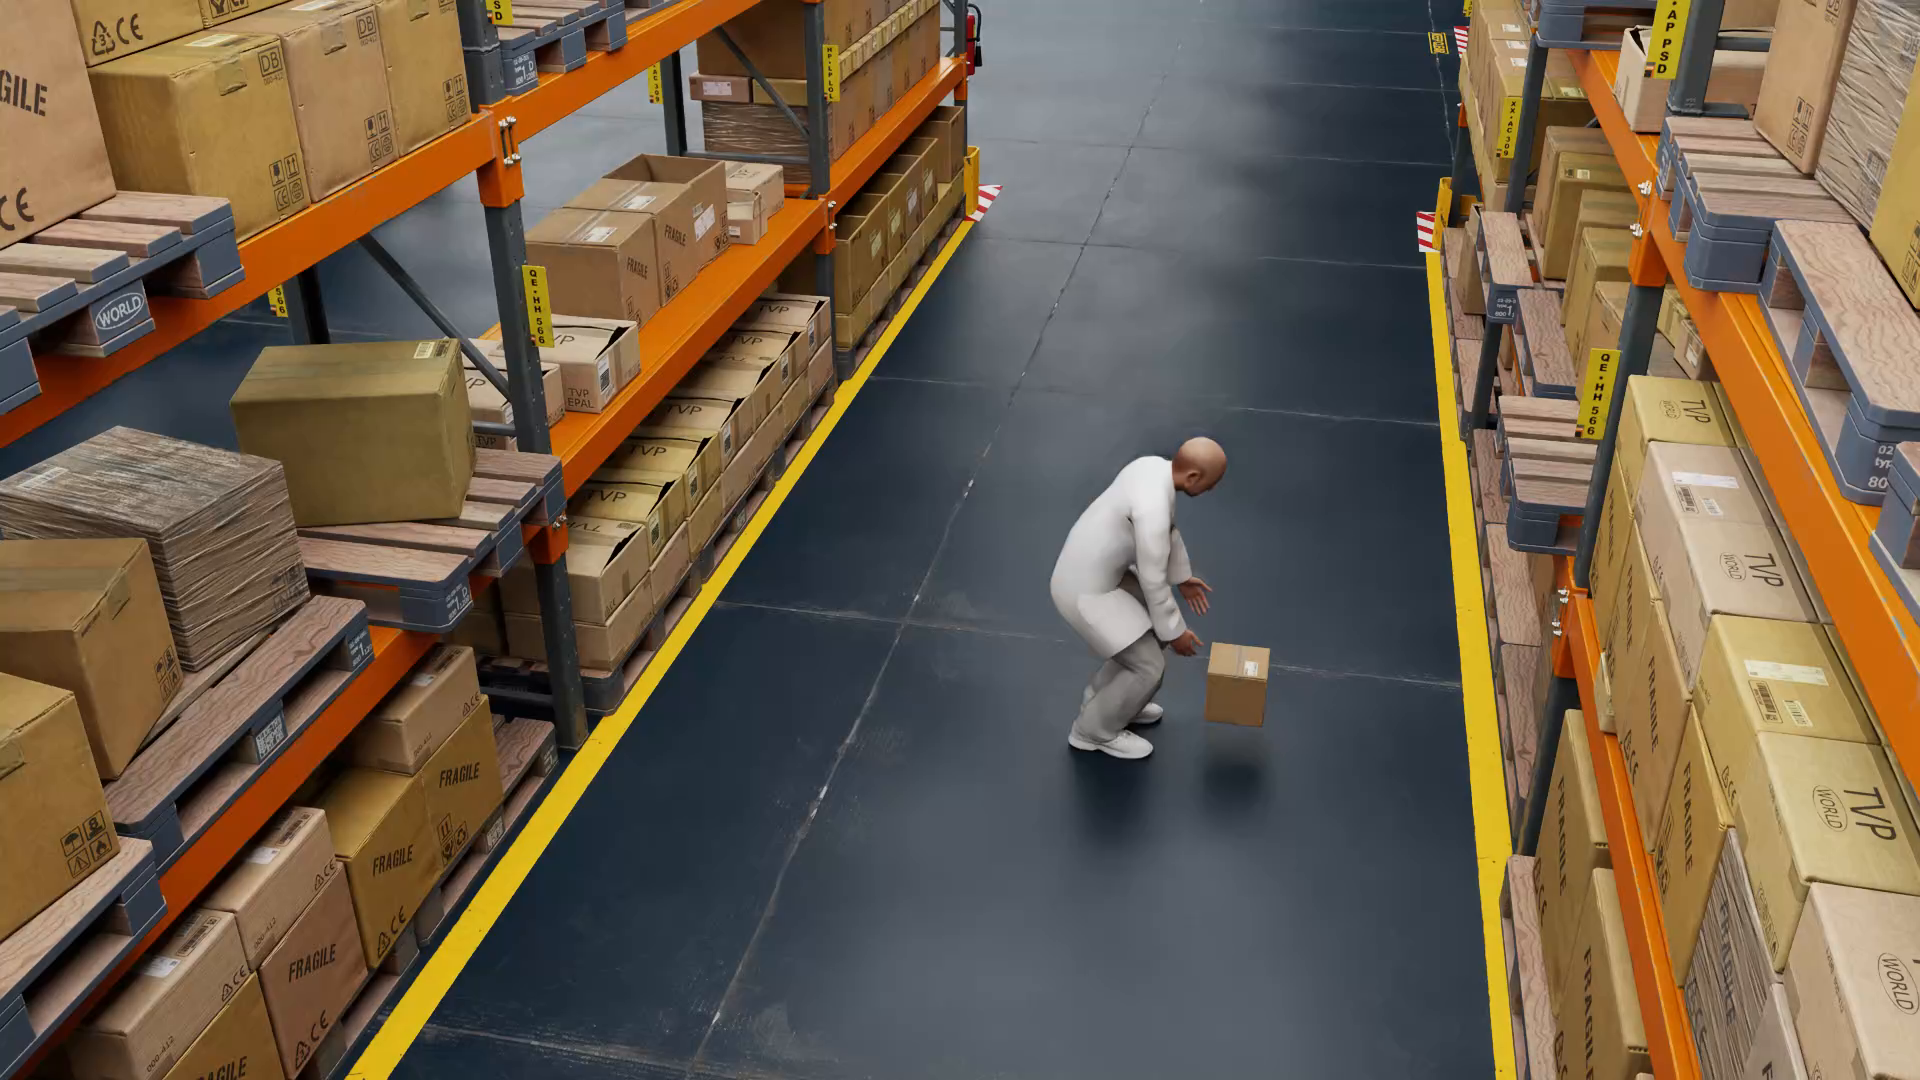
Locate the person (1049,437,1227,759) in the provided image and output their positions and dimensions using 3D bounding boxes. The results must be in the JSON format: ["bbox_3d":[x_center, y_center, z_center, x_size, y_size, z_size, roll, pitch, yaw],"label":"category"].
[{"bbox_3d":[0.740,0.213,7.105,0.700,1.442,0.628,6,29,11],"label":"person"}]
